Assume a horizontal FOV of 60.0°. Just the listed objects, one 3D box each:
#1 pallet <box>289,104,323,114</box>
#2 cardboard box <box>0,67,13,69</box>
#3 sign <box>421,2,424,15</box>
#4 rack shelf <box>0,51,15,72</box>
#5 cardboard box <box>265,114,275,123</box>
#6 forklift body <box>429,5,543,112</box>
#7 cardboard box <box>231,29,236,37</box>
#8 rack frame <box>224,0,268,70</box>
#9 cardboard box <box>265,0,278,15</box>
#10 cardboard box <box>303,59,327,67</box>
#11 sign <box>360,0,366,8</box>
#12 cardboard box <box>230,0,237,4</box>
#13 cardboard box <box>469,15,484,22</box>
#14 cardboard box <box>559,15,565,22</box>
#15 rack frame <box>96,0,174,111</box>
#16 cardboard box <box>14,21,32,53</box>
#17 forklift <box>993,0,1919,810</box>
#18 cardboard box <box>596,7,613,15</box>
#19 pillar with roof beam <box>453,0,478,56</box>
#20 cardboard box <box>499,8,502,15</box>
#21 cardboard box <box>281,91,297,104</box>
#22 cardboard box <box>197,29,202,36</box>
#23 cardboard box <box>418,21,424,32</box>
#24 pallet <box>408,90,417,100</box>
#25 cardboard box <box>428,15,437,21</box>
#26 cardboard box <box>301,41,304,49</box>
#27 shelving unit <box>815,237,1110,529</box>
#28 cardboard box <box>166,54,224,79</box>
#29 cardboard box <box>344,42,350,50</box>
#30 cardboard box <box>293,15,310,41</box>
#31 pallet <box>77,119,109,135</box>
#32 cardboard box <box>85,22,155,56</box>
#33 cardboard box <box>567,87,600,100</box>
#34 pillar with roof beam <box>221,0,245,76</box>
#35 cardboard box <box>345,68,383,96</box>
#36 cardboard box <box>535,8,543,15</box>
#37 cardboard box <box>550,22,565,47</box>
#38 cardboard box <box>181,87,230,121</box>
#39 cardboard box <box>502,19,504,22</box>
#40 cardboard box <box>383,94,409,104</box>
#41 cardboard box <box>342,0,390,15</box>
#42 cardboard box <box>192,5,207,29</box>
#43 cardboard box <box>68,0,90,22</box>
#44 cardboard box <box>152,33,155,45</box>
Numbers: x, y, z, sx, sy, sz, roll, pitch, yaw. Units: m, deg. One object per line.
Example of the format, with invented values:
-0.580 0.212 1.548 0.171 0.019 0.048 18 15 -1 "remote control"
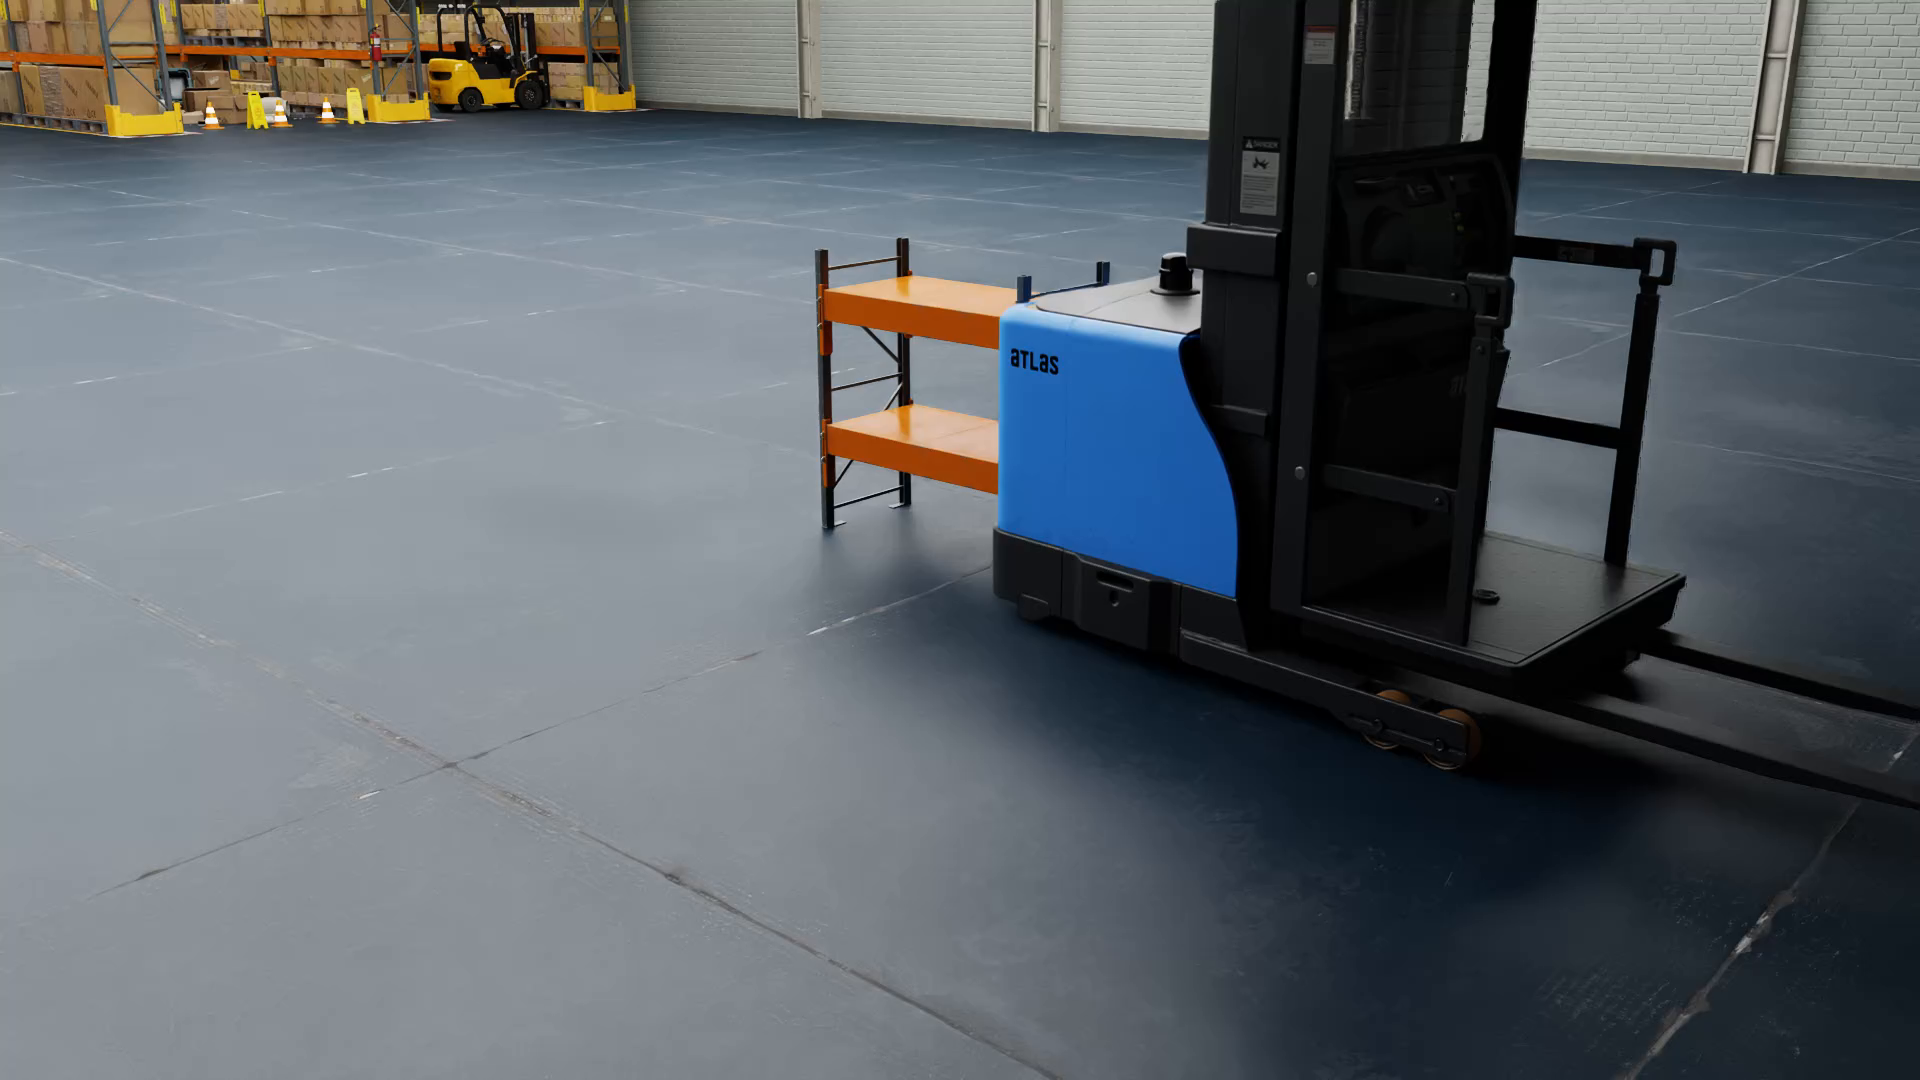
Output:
-13.301 -8.926 34.390 1.213 0.211 1.003 15 23 39 "pallet"
-18.977 -8.856 32.582 0.750 0.750 1.050 15 23 40 "cardboard box"
-13.161 -12.987 40.662 0.005 0.325 0.100 15 23 39 "sign"
-18.533 -9.301 32.149 4.000 0.370 1.077 15 23 39 "rack shelf"
-13.156 -8.026 31.657 0.380 0.149 0.250 -6 18 -18 "cardboard box"
-10.172 -10.266 35.405 1.214 2.155 2.313 15 23 39 "forklift body"
-15.148 -10.712 35.126 0.250 0.149 0.380 15 23 39 "cardboard box"
-19.510 -13.916 45.500 0.127 3.000 1.000 15 23 39 "rack frame"
-13.642 -10.911 33.723 0.500 0.500 0.700 15 23 39 "cardboard box"
-12.922 -9.564 33.329 0.250 0.149 0.380 17 24 42 "cardboard box"
-11.218 -10.160 31.231 0.005 0.325 0.100 15 23 39 "sign"
-15.067 -11.308 34.860 0.250 0.149 0.380 14 22 37 "cardboard box"
-10.938 -11.881 37.853 0.250 0.149 0.380 16 24 41 "cardboard box"
-8.353 -11.177 35.633 0.250 0.149 0.380 16 23 40 "cardboard box"
-14.045 -8.439 28.244 0.127 3.000 1.000 15 23 39 "rack frame"
-16.753 -9.242 30.527 0.550 0.550 0.875 15 23 39 "cardboard box"
1.513 -0.936 4.716 3.031 2.935 1.130 17 24 42 "forklift"
-7.653 -11.317 35.584 0.250 0.149 0.380 14 23 38 "cardboard box"
-14.811 -14.137 36.280 0.400 9.000 9.100 15 23 39 "pillar with roof beam"
-10.041 -11.792 37.081 0.250 0.149 0.380 14 23 38 "cardboard box"
-13.565 -9.092 34.154 0.500 0.250 0.500 14 22 37 "cardboard box"
-16.336 -11.029 36.126 0.250 0.149 0.380 13 22 36 "cardboard box"
-12.604 -12.122 39.270 0.500 0.250 0.500 14 23 38 "cardboard box"
-12.937 -10.806 40.312 1.213 0.211 1.003 15 23 39 "pallet"
-12.163 -12.167 38.753 0.250 0.149 0.380 14 23 38 "cardboard box"
-12.980 -9.937 33.381 0.250 0.149 0.380 15 23 39 "cardboard box"
-0.005 -0.538 6.446 1.048 1.125 0.538 15 23 39 "shelving unit"
-17.280 -10.530 37.652 0.875 0.875 0.875 15 23 39 "cardboard box"
-11.697 -9.568 32.218 0.250 0.149 0.380 15 23 38 "cardboard box"
-12.925 -10.221 33.202 0.500 0.500 0.500 15 23 39 "cardboard box"
-14.695 -7.253 29.116 1.213 0.211 1.003 15 23 39 "pallet"
-14.353 -8.575 28.424 0.550 0.550 0.875 15 23 39 "cardboard box"
-8.104 -9.615 35.802 0.500 0.250 0.500 15 23 40 "cardboard box"
-23.786 -16.546 43.872 0.400 9.000 9.100 15 23 39 "pillar with roof beam"
-11.607 -8.928 32.397 0.500 0.500 0.500 15 23 40 "cardboard box"
-8.972 -11.459 36.032 0.250 0.149 0.380 16 23 40 "cardboard box"
-8.467 -10.896 35.822 0.500 0.500 0.500 16 24 41 "cardboard box"
-14.534 -8.420 32.086 0.503 0.637 0.797 15 23 39 "cardboard box"
-9.928 -11.575 36.889 0.250 0.149 0.380 16 23 40 "cardboard box"
-11.255 -8.693 32.897 0.500 0.250 0.500 15 23 39 "cardboard box"
-11.362 -10.298 31.793 0.500 0.500 0.700 14 23 38 "cardboard box"
-16.241 -11.329 36.000 0.500 0.500 0.500 17 24 42 "cardboard box"
-14.770 -9.198 28.603 0.550 0.550 0.875 15 23 39 "cardboard box"
-18.128 -11.361 37.698 0.500 0.250 0.500 15 23 39 "cardboard box"
